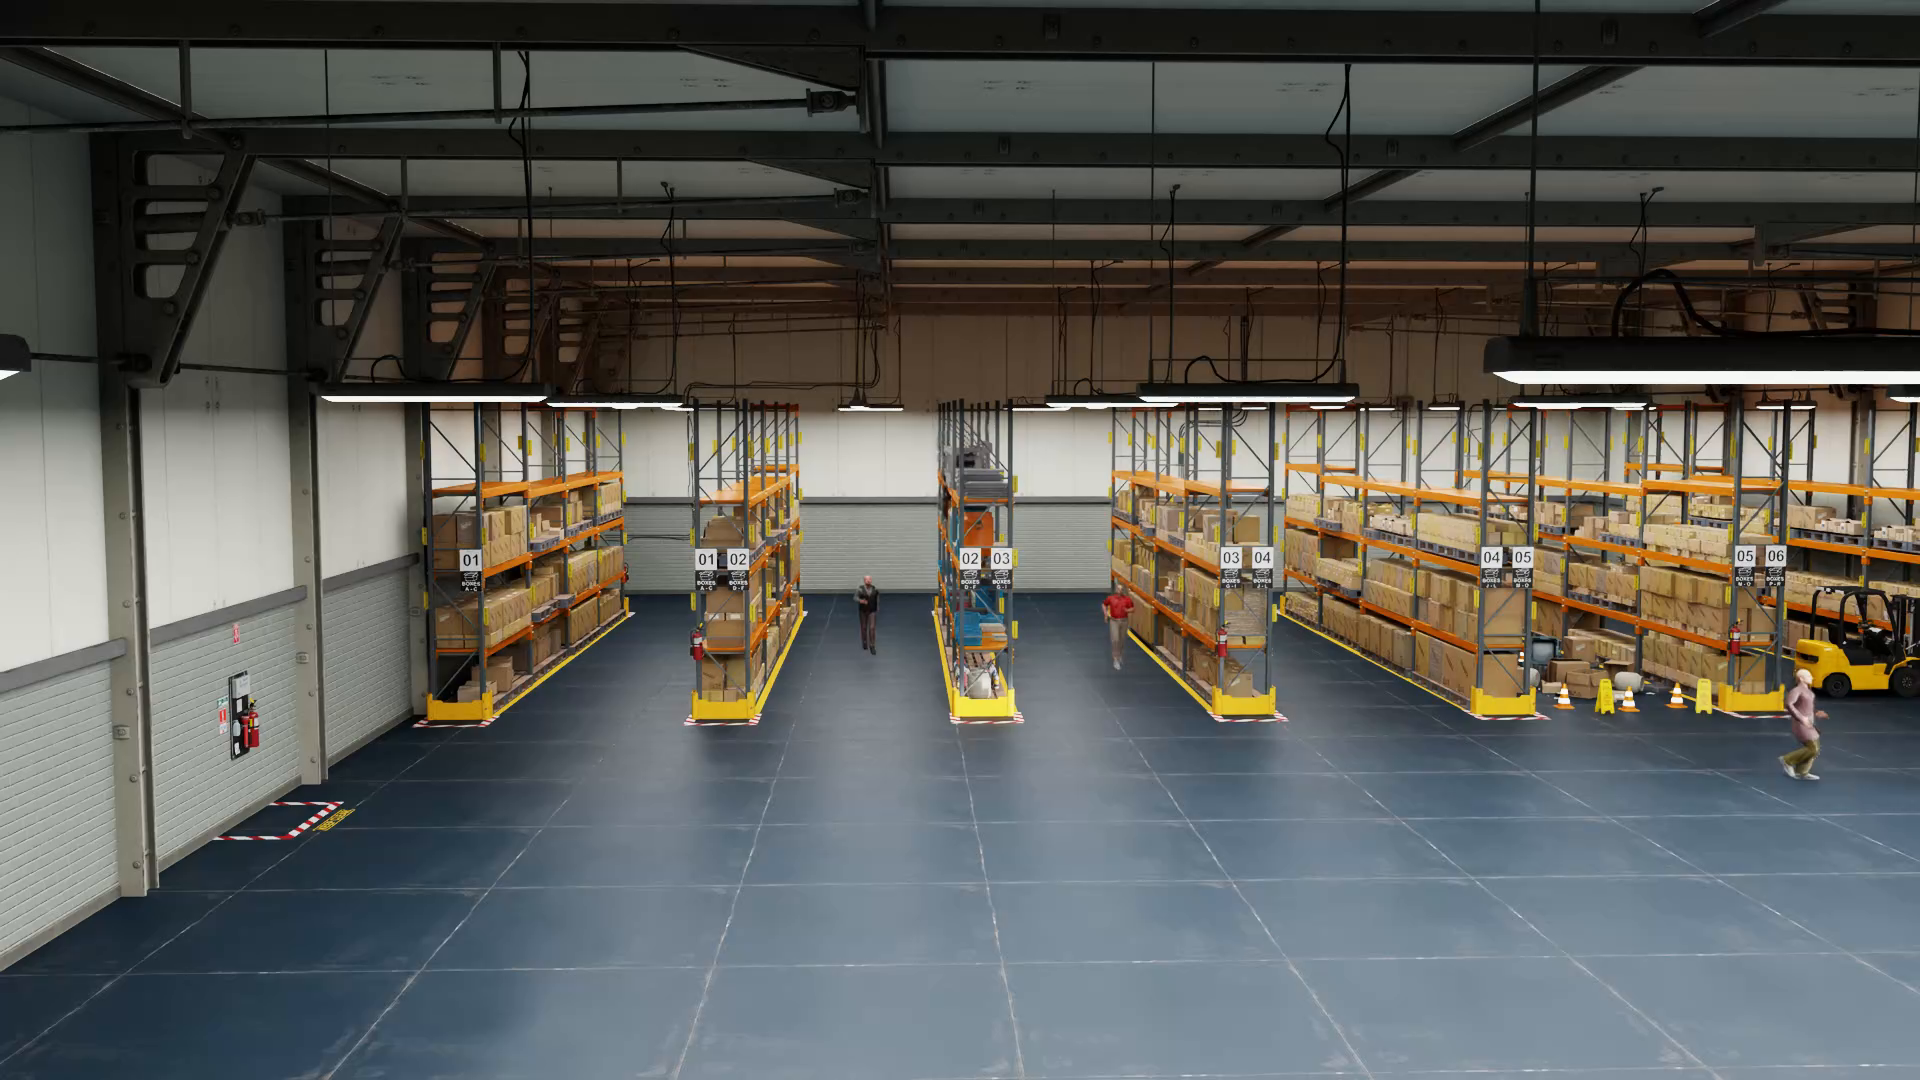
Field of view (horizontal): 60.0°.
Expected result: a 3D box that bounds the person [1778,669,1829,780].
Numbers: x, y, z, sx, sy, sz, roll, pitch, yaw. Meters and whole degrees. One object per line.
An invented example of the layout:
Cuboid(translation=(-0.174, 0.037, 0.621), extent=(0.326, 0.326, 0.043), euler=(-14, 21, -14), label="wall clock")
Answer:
Cuboid(translation=(13.175, 2.883, 25.976), extent=(0.646, 1.734, 0.734), euler=(3, 6, 39), label="person")

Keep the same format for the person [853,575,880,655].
Cuboid(translation=(-2.122, 1.692, 37.997), extent=(0.640, 1.790, 0.760), euler=(-1, 4, -8), label="person")

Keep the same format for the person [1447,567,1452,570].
Cuboid(translation=(14.589, 1.124, 49.325), extent=(0.746, 1.729, 0.716), euler=(2, 5, 25), label="person")

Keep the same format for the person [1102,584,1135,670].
Cuboid(translation=(3.430, 1.843, 35.790), extent=(0.649, 1.787, 0.827), euler=(-1, 4, -7), label="person")
